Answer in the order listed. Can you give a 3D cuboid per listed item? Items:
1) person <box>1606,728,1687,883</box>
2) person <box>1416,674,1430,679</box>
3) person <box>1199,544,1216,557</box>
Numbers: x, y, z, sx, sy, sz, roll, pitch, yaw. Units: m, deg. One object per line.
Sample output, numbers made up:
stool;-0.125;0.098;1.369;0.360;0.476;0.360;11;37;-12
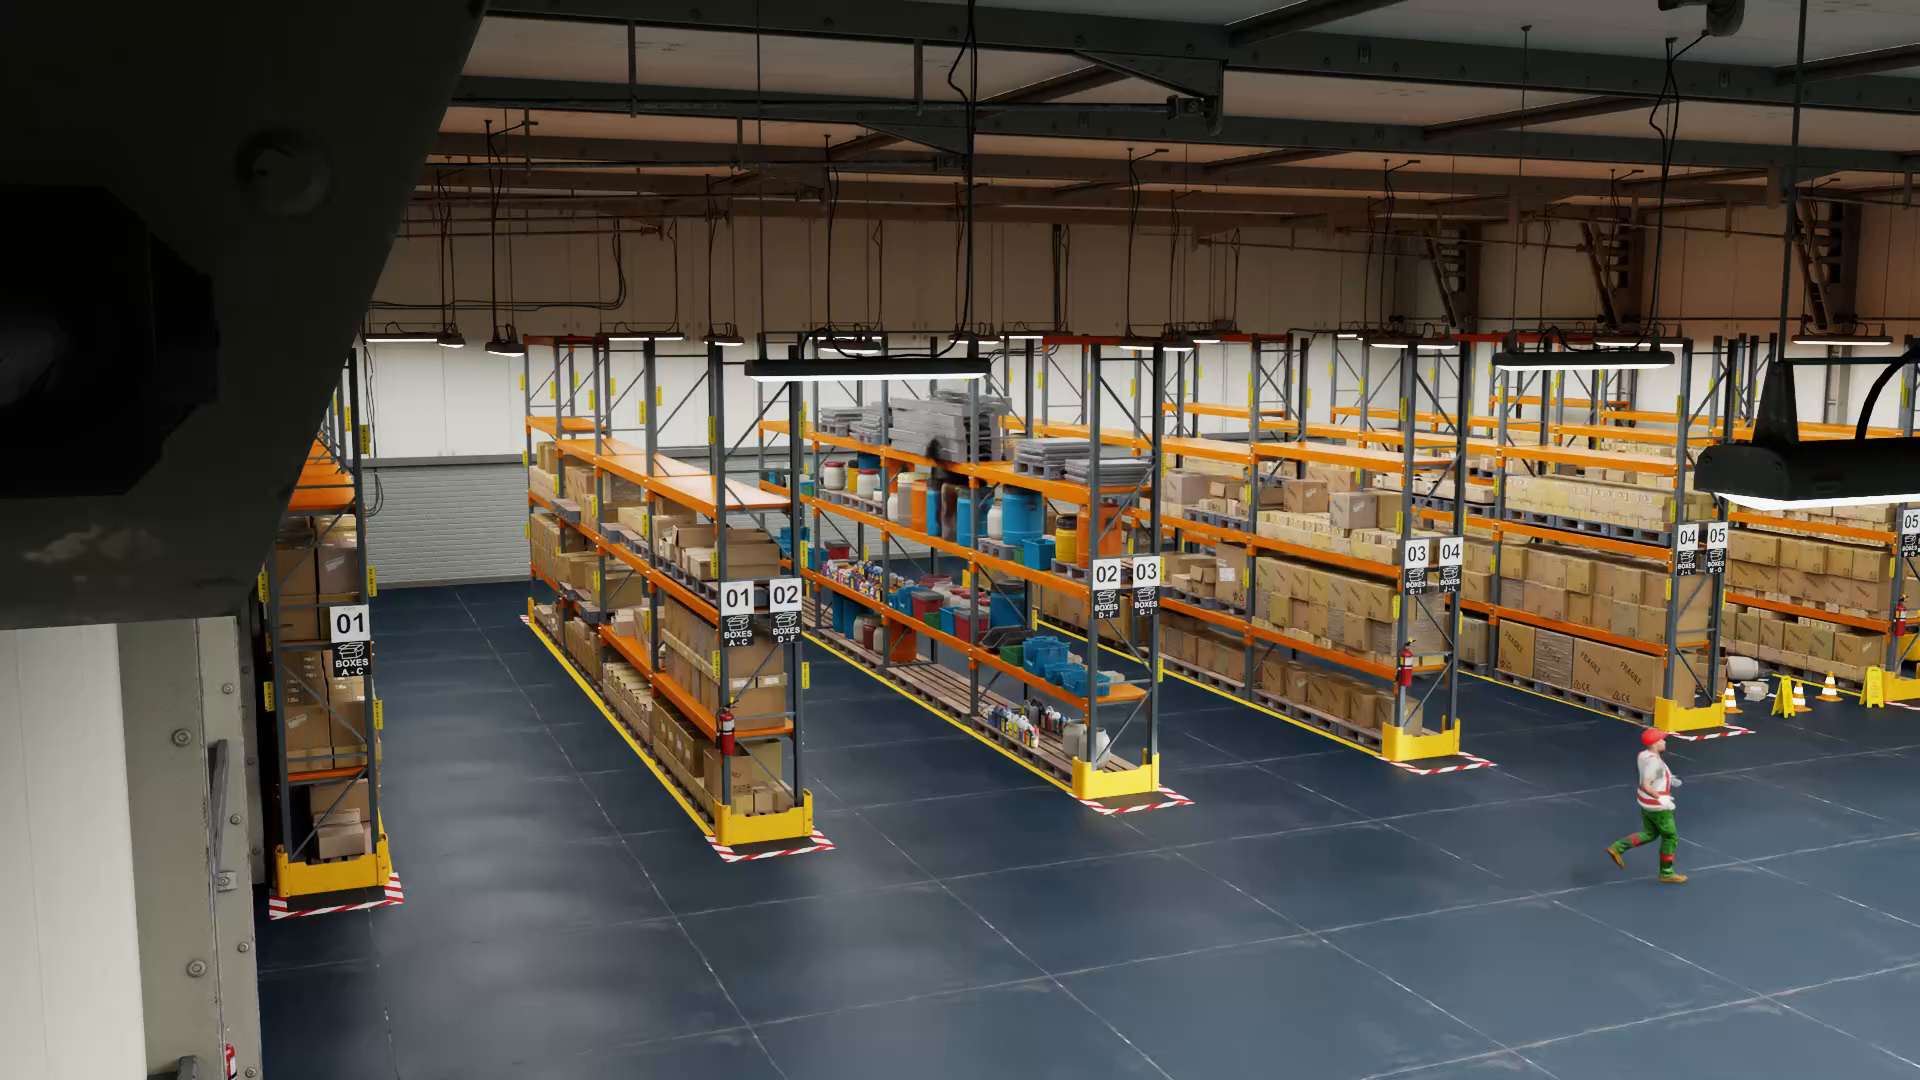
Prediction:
person;7.794;2.984;18.705;0.821;1.761;0.669;1;8;7
person;7.864;1.522;29.392;0.708;1.777;1.050;-5;9;-36
person;6.345;-0.160;42.392;0.832;1.735;0.690;-3;8;-24
